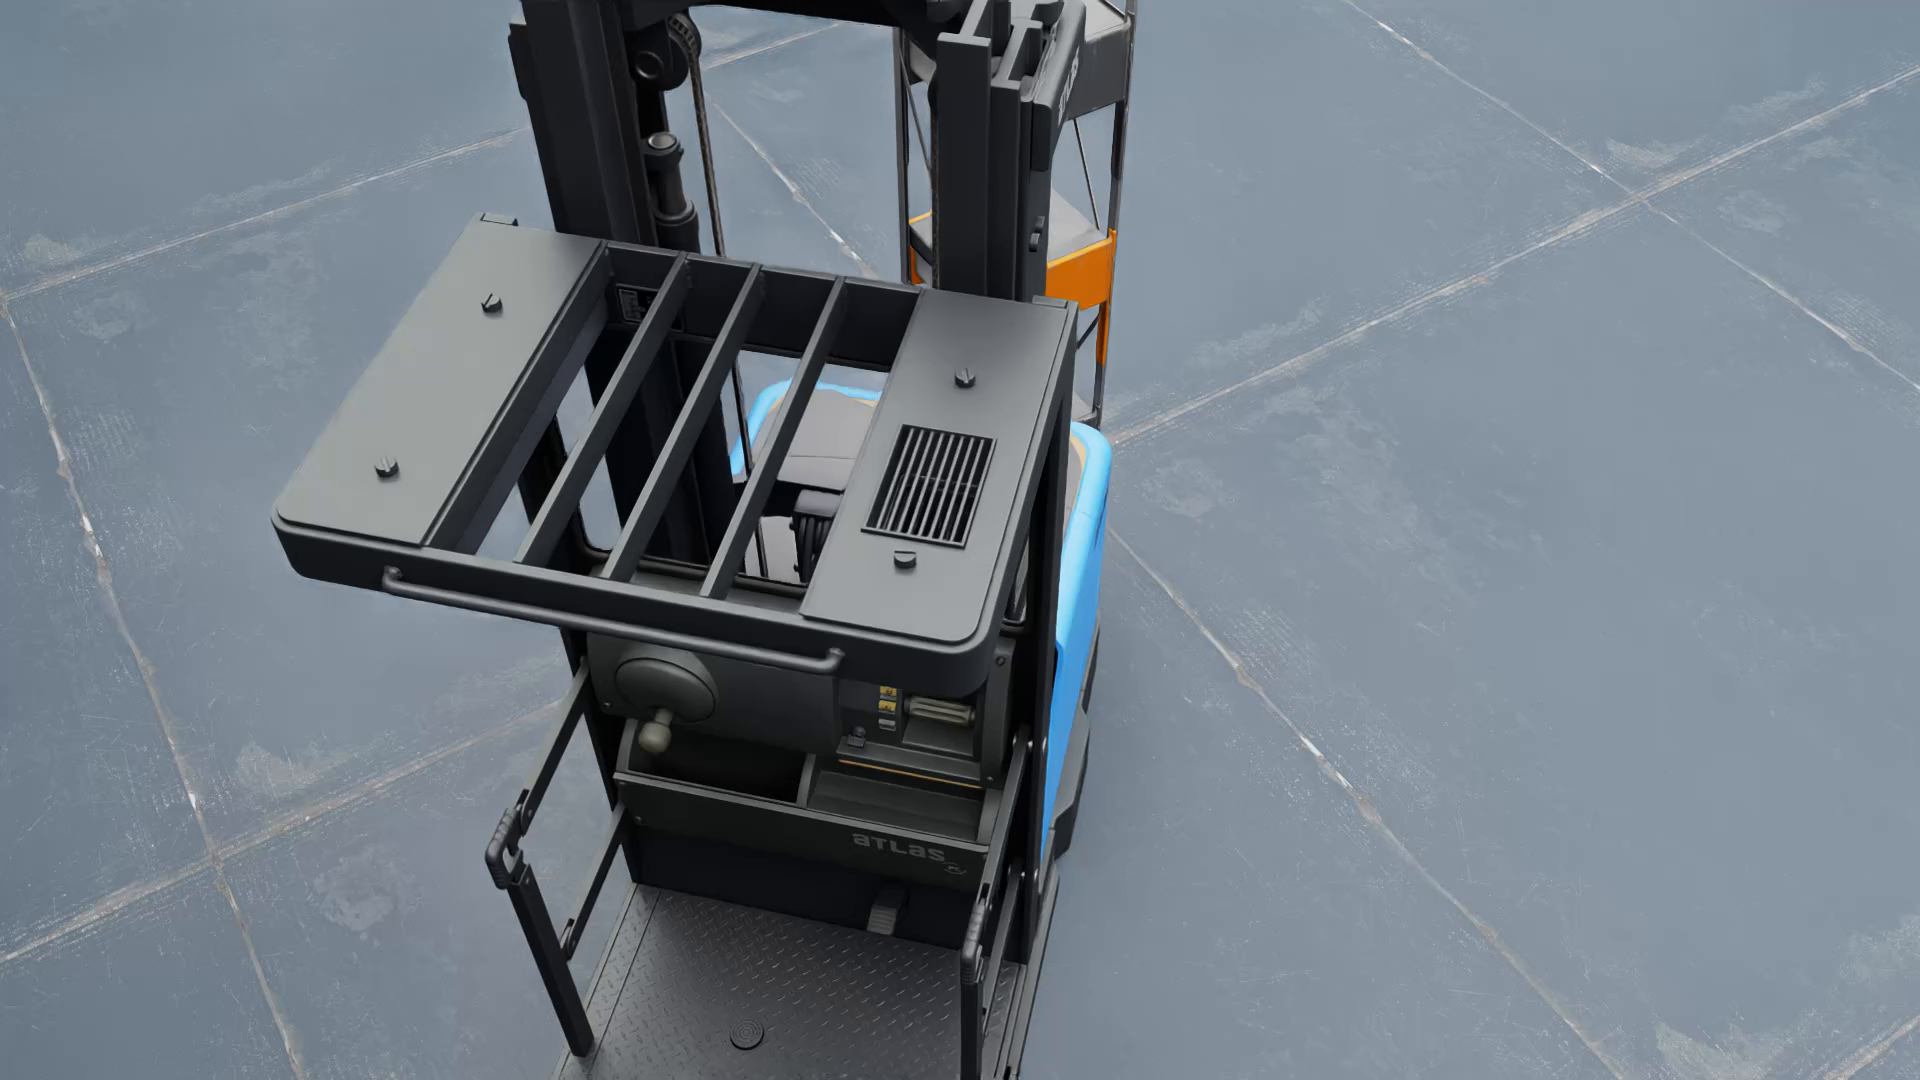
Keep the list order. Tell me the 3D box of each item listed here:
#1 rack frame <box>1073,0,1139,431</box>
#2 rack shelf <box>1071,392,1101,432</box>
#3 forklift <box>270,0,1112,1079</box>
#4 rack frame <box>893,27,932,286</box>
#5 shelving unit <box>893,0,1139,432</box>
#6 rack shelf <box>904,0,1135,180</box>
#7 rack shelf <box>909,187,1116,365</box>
[{"bbox_3d":[0.346,-0.861,5.111,0.015,2.100,0.400,-25,53,-21],"label":"rack frame"},{"bbox_3d":[0.140,-0.290,5.558,0.480,0.518,0.431,-25,53,-21],"label":"rack shelf"},{"bbox_3d":[-0.398,0.417,3.416,1.130,2.935,3.031,10,49,9],"label":"forklift"},{"bbox_3d":[-0.066,-0.667,4.938,0.015,2.100,0.400,-25,53,-21],"label":"rack frame"},{"bbox_3d":[0.140,-0.764,5.025,0.503,2.100,0.431,-25,53,-21],"label":"shelving unit"},{"bbox_3d":[0.140,-1.221,4.512,0.480,0.518,0.431,-25,53,-21],"label":"rack shelf"},{"bbox_3d":[0.140,-0.755,5.035,0.480,0.518,0.431,-25,53,-21],"label":"rack shelf"}]
